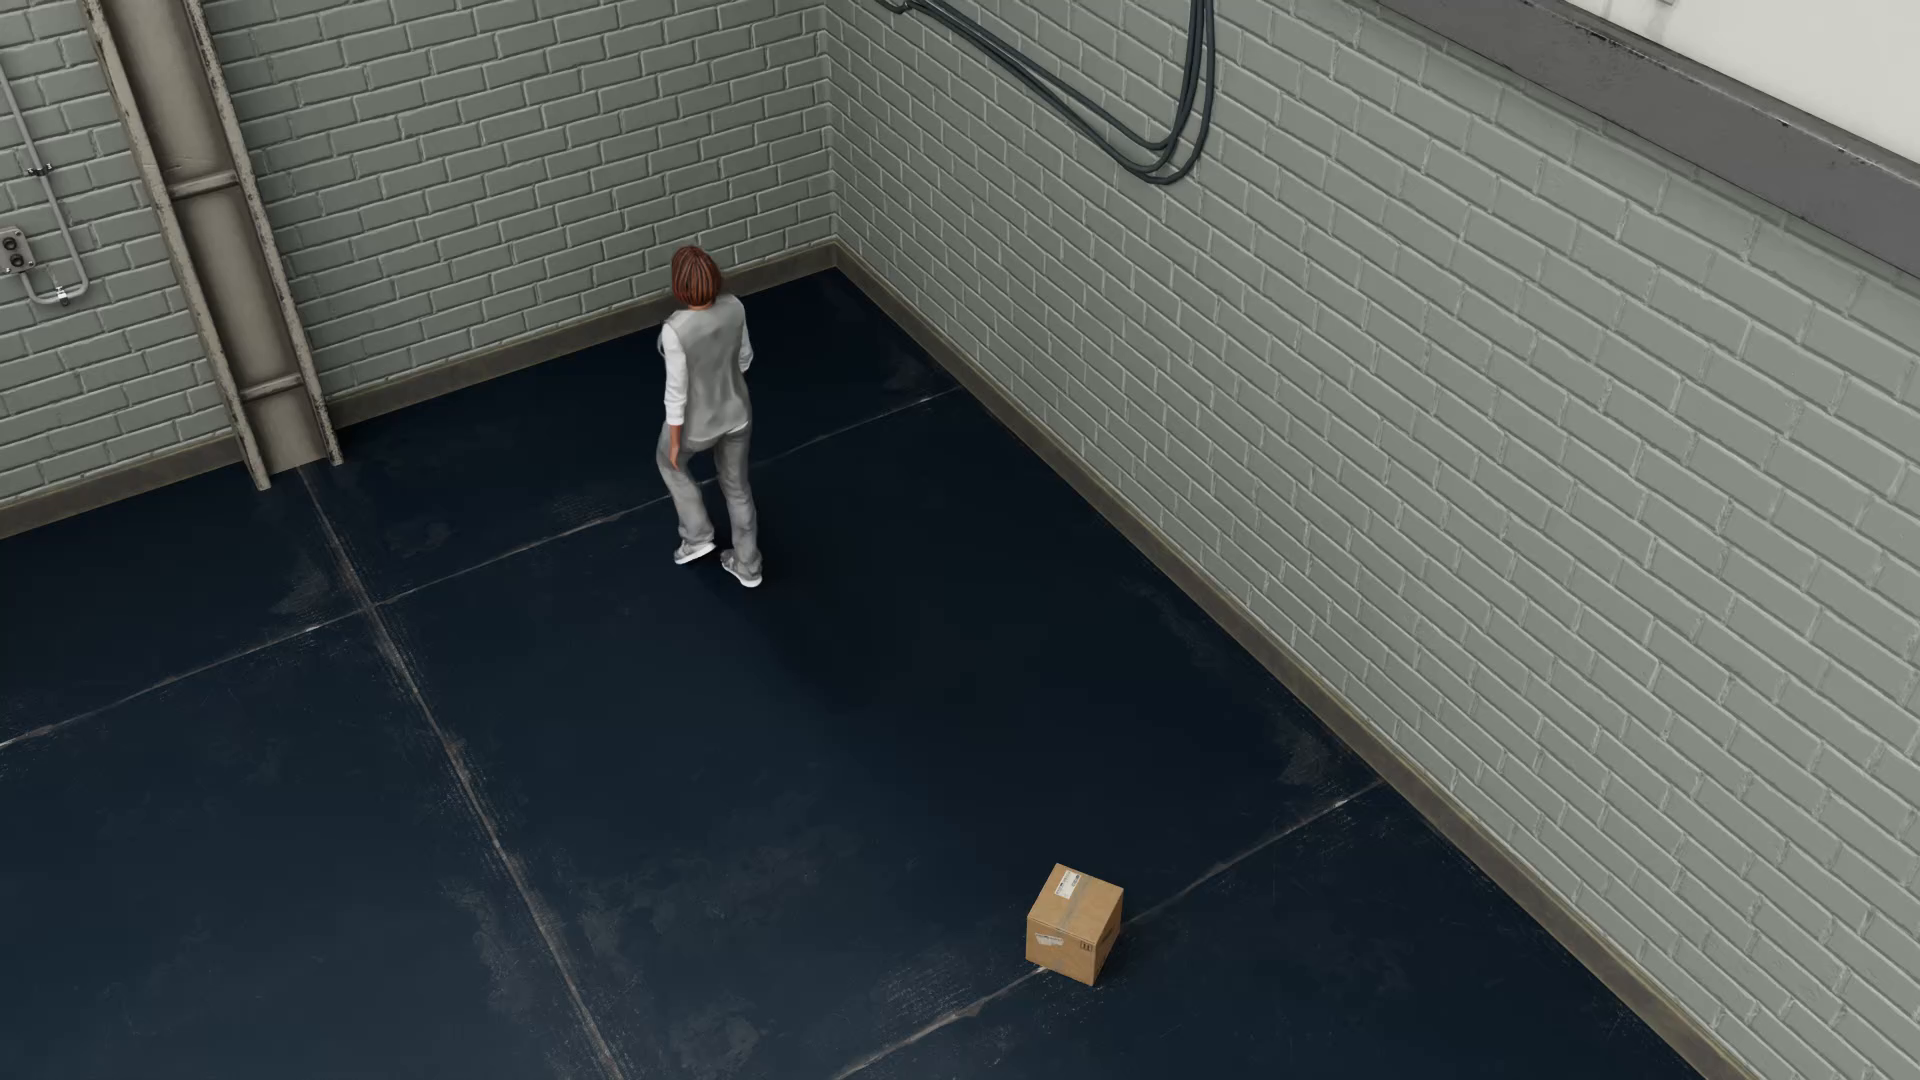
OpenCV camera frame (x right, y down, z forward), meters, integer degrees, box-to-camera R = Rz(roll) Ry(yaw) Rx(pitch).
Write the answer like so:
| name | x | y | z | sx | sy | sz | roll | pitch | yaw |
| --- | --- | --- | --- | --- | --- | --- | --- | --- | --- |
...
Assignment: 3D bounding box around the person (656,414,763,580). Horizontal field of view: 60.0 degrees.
| name | x | y | z | sx | sy | sz | roll | pitch | yaw |
| --- | --- | --- | --- | --- | --- | --- | --- | --- | --- |
| person | -1.013 | -0.262 | 6.880 | 0.350 | 0.827 | 0.490 | -26 | 48 | -27 |
